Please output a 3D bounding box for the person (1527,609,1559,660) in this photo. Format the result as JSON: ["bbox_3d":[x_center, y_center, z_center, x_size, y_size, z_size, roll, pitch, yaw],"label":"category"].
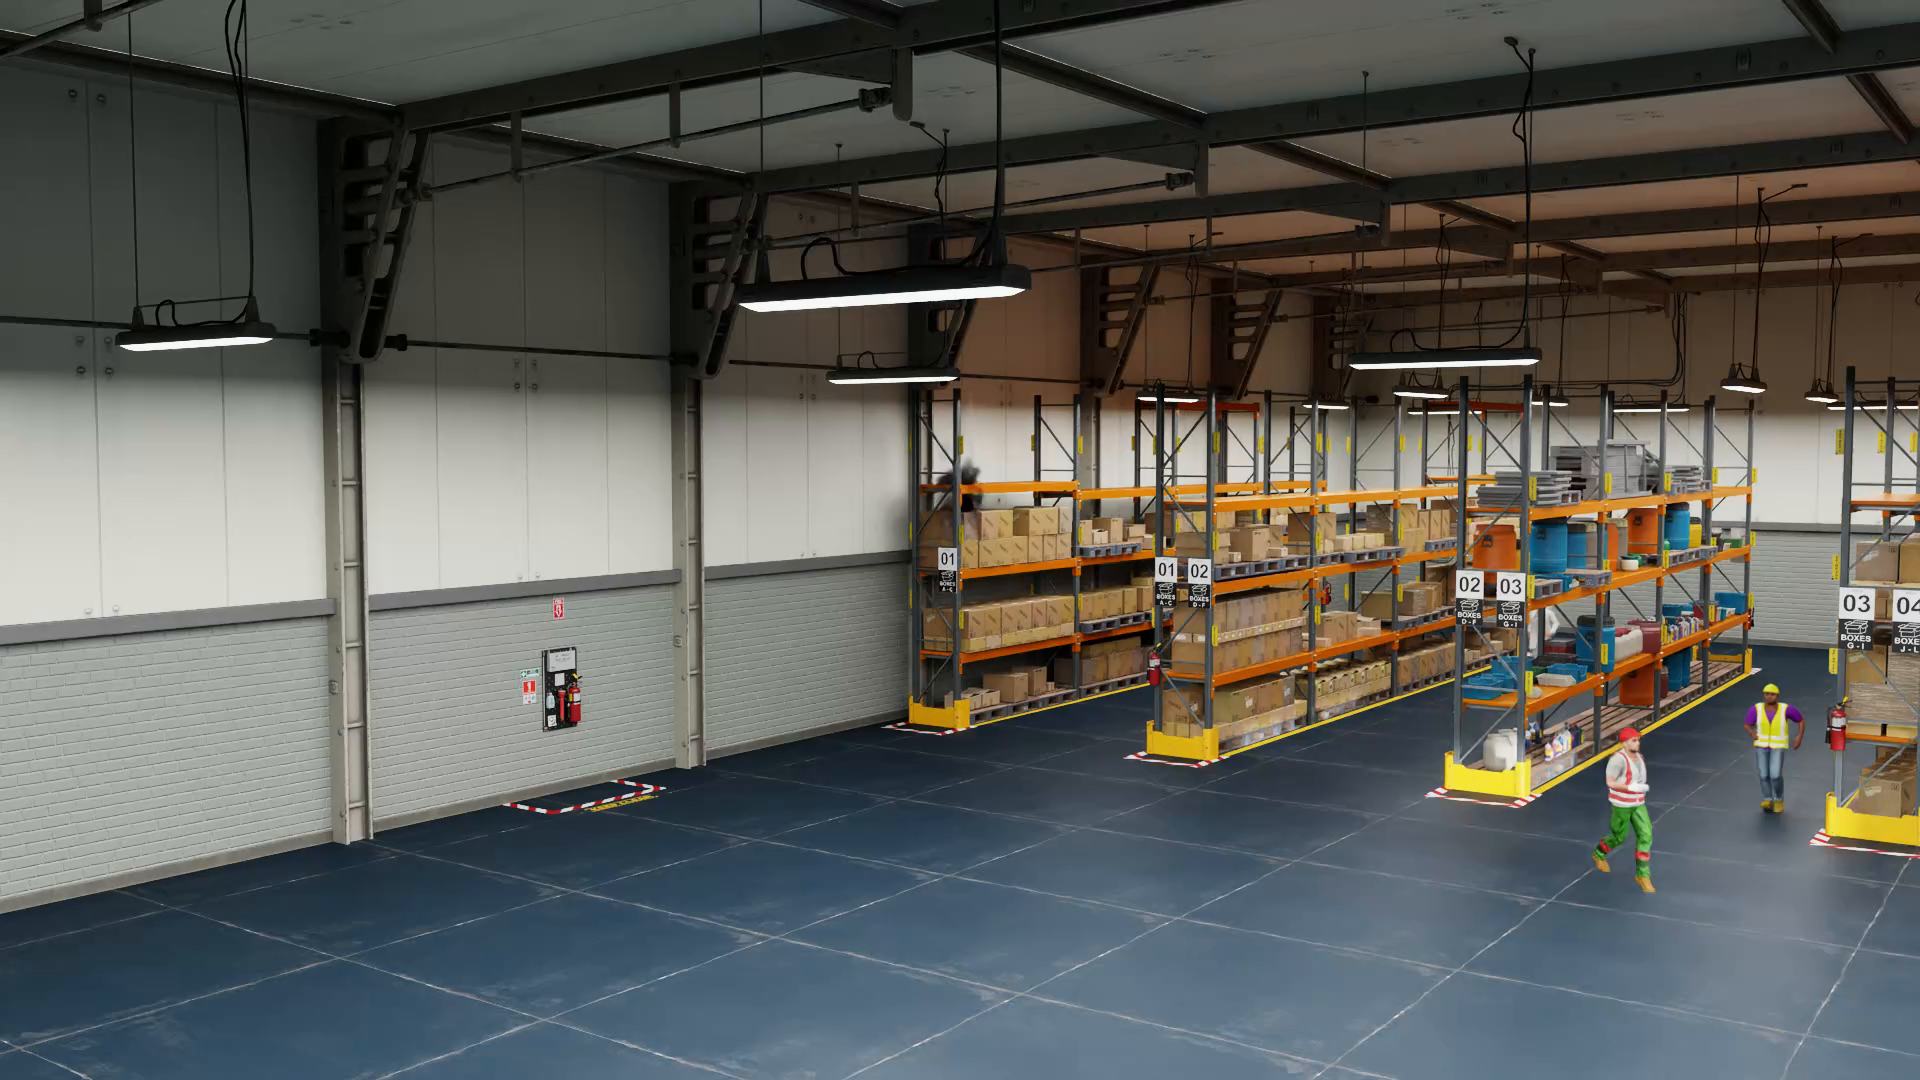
[{"bbox_3d":[12.403,2.116,35.558,0.711,1.742,0.602,2,4,36],"label":"person"}]

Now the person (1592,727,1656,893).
[{"bbox_3d":[7.566,3.043,18.944,0.690,1.848,0.913,-2,4,-26],"label":"person"}]

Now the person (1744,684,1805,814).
[{"bbox_3d":[11.042,2.848,22.614,0.725,1.786,0.690,2,4,35],"label":"person"}]
